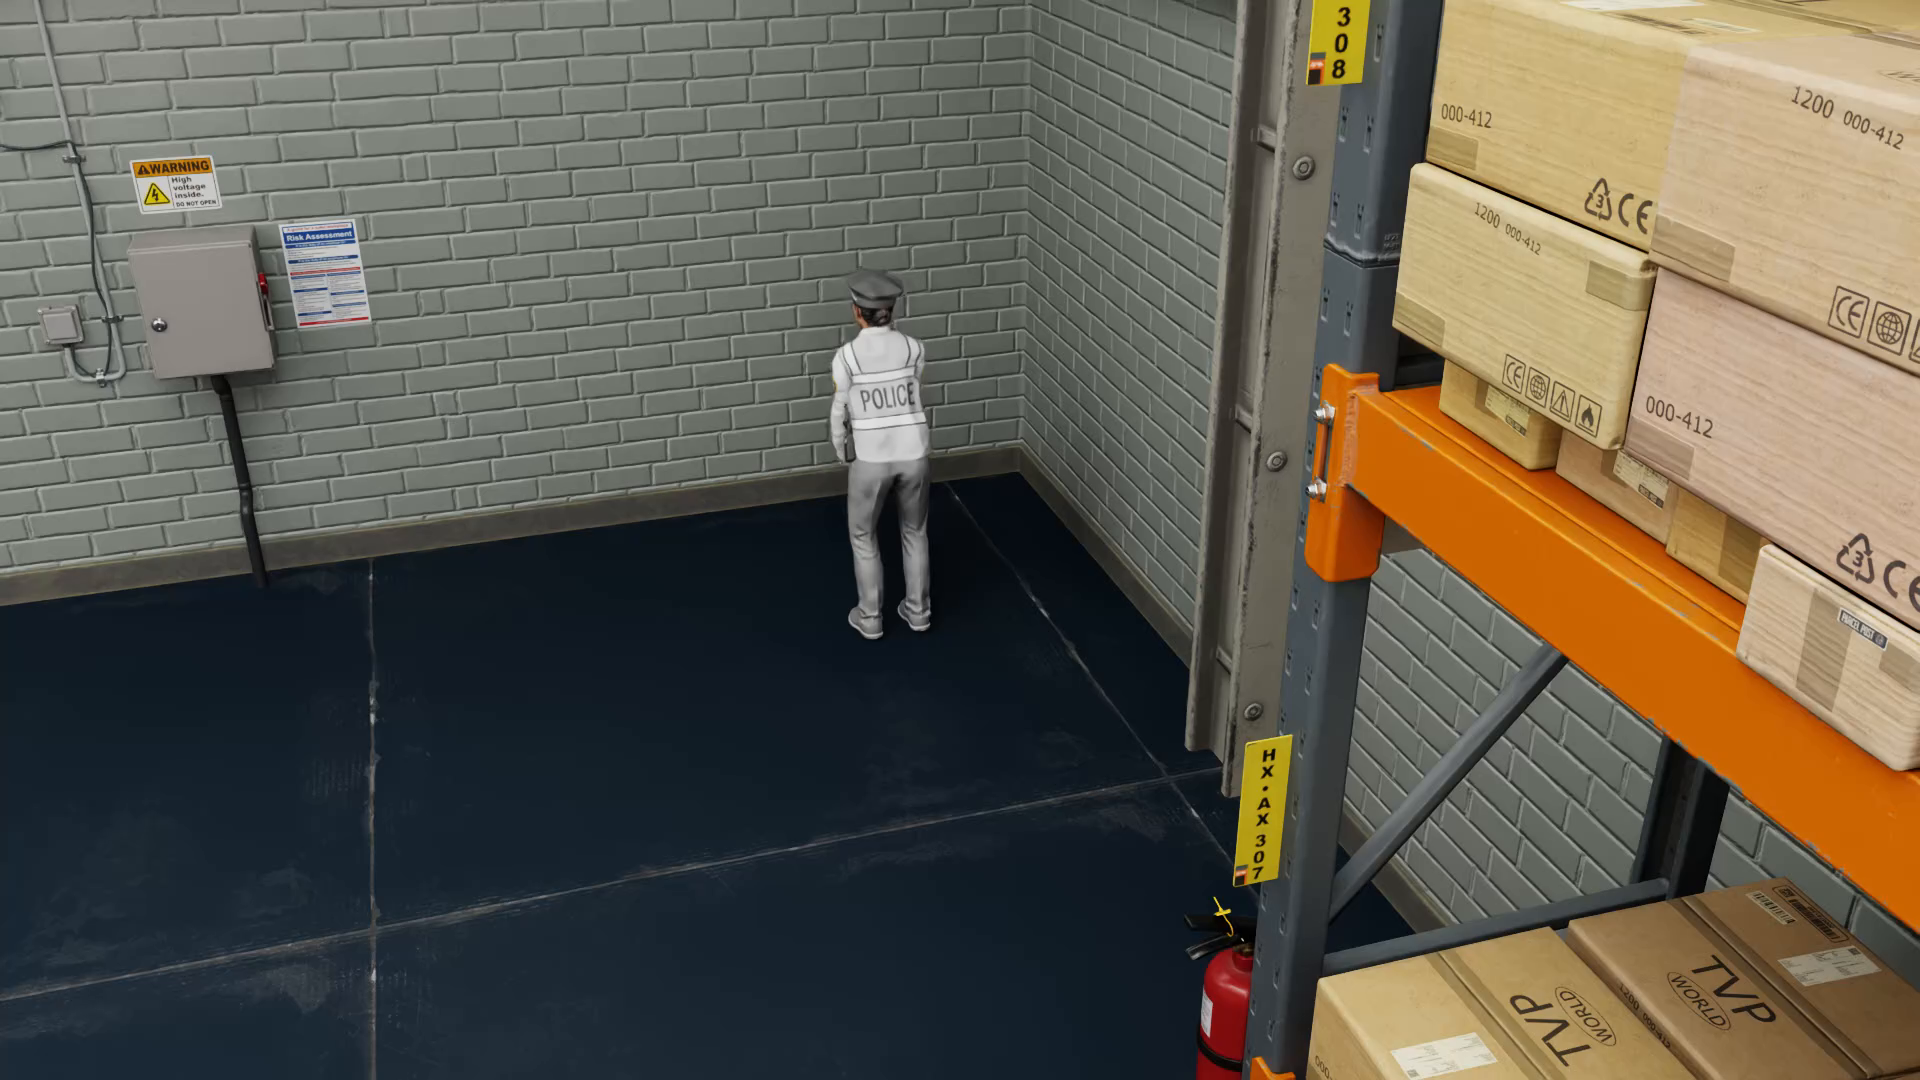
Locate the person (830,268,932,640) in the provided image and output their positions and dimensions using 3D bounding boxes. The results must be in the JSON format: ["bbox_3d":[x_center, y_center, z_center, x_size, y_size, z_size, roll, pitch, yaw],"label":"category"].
[{"bbox_3d":[-0.357,-0.372,7.389,0.413,1.648,0.549,-9,28,-17],"label":"person"}]
